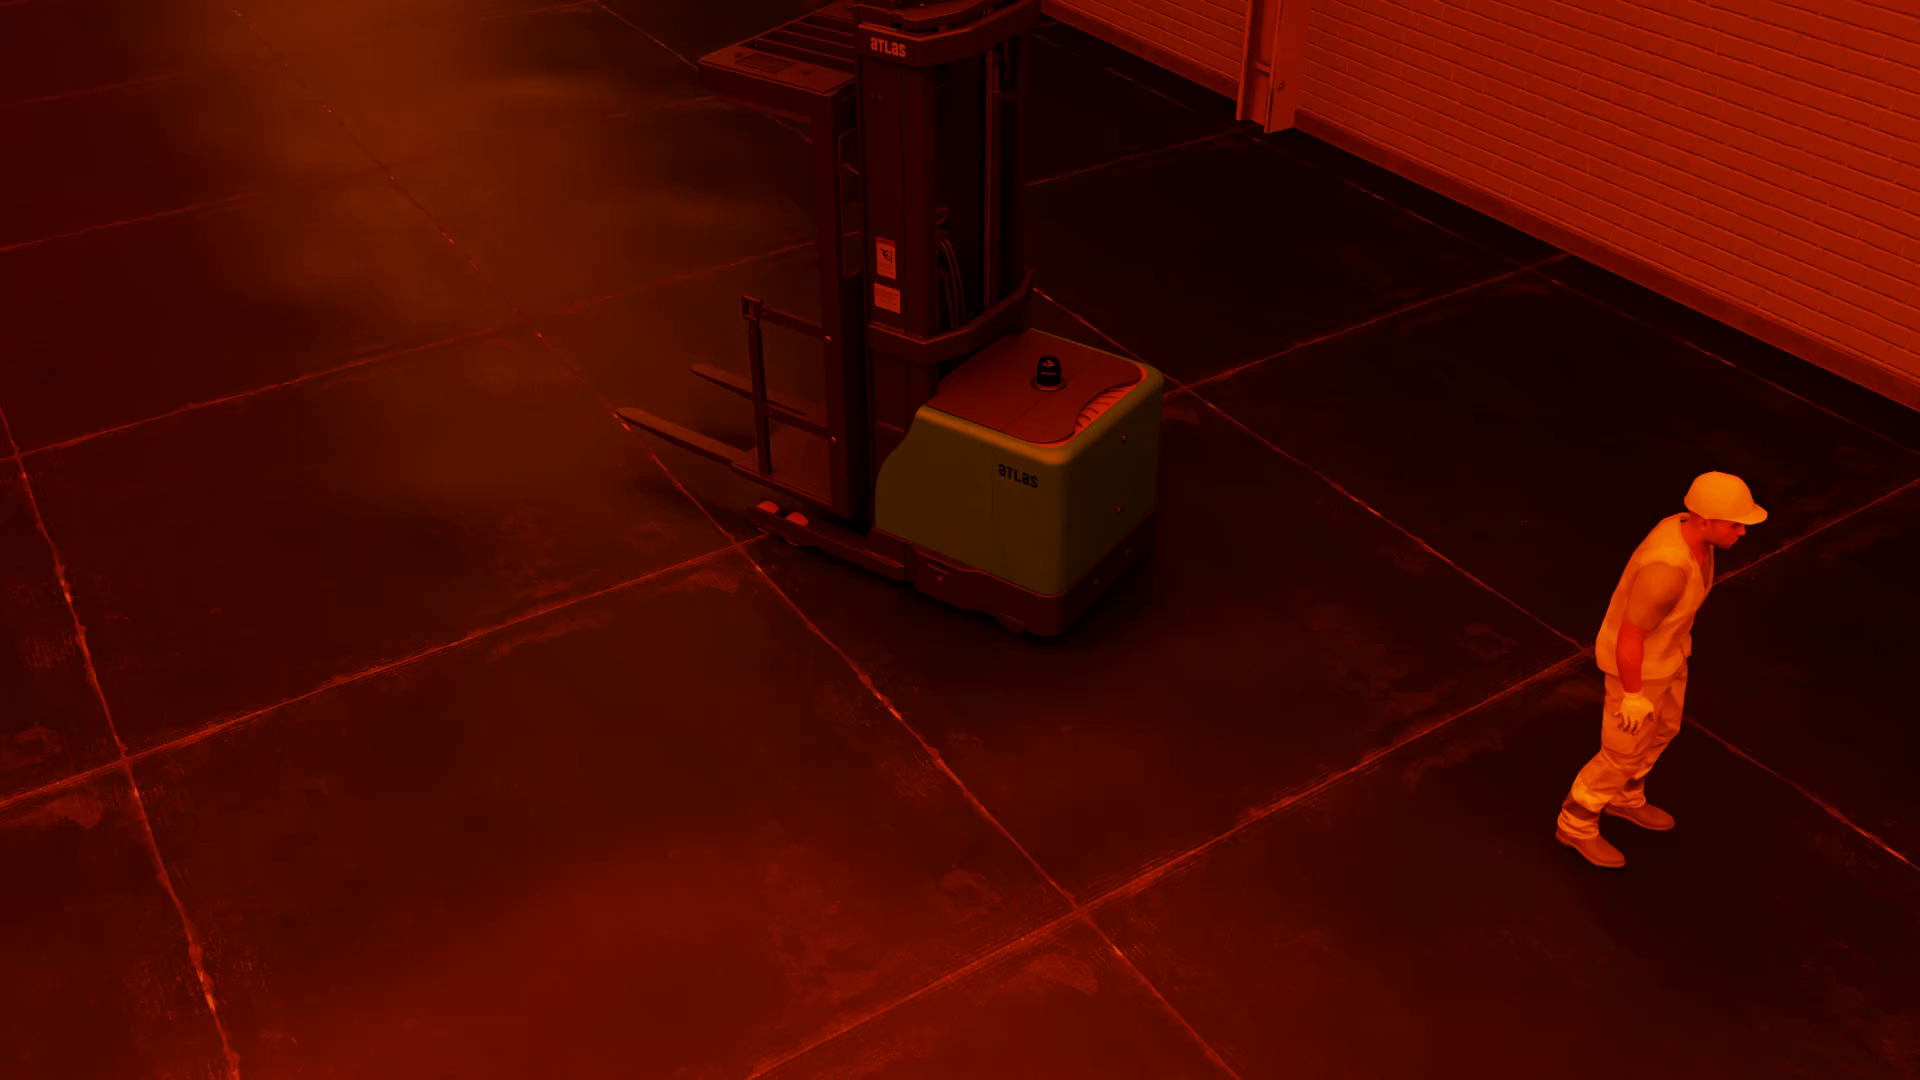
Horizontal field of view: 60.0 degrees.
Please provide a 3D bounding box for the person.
[{"bbox_3d":[2.693,0.493,6.456,0.437,1.781,0.609,25,42,31],"label":"person"}]

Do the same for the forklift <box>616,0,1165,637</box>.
[{"bbox_3d":[-0.500,-1.399,8.138,3.031,2.935,1.130,22,41,28],"label":"forklift"}]
